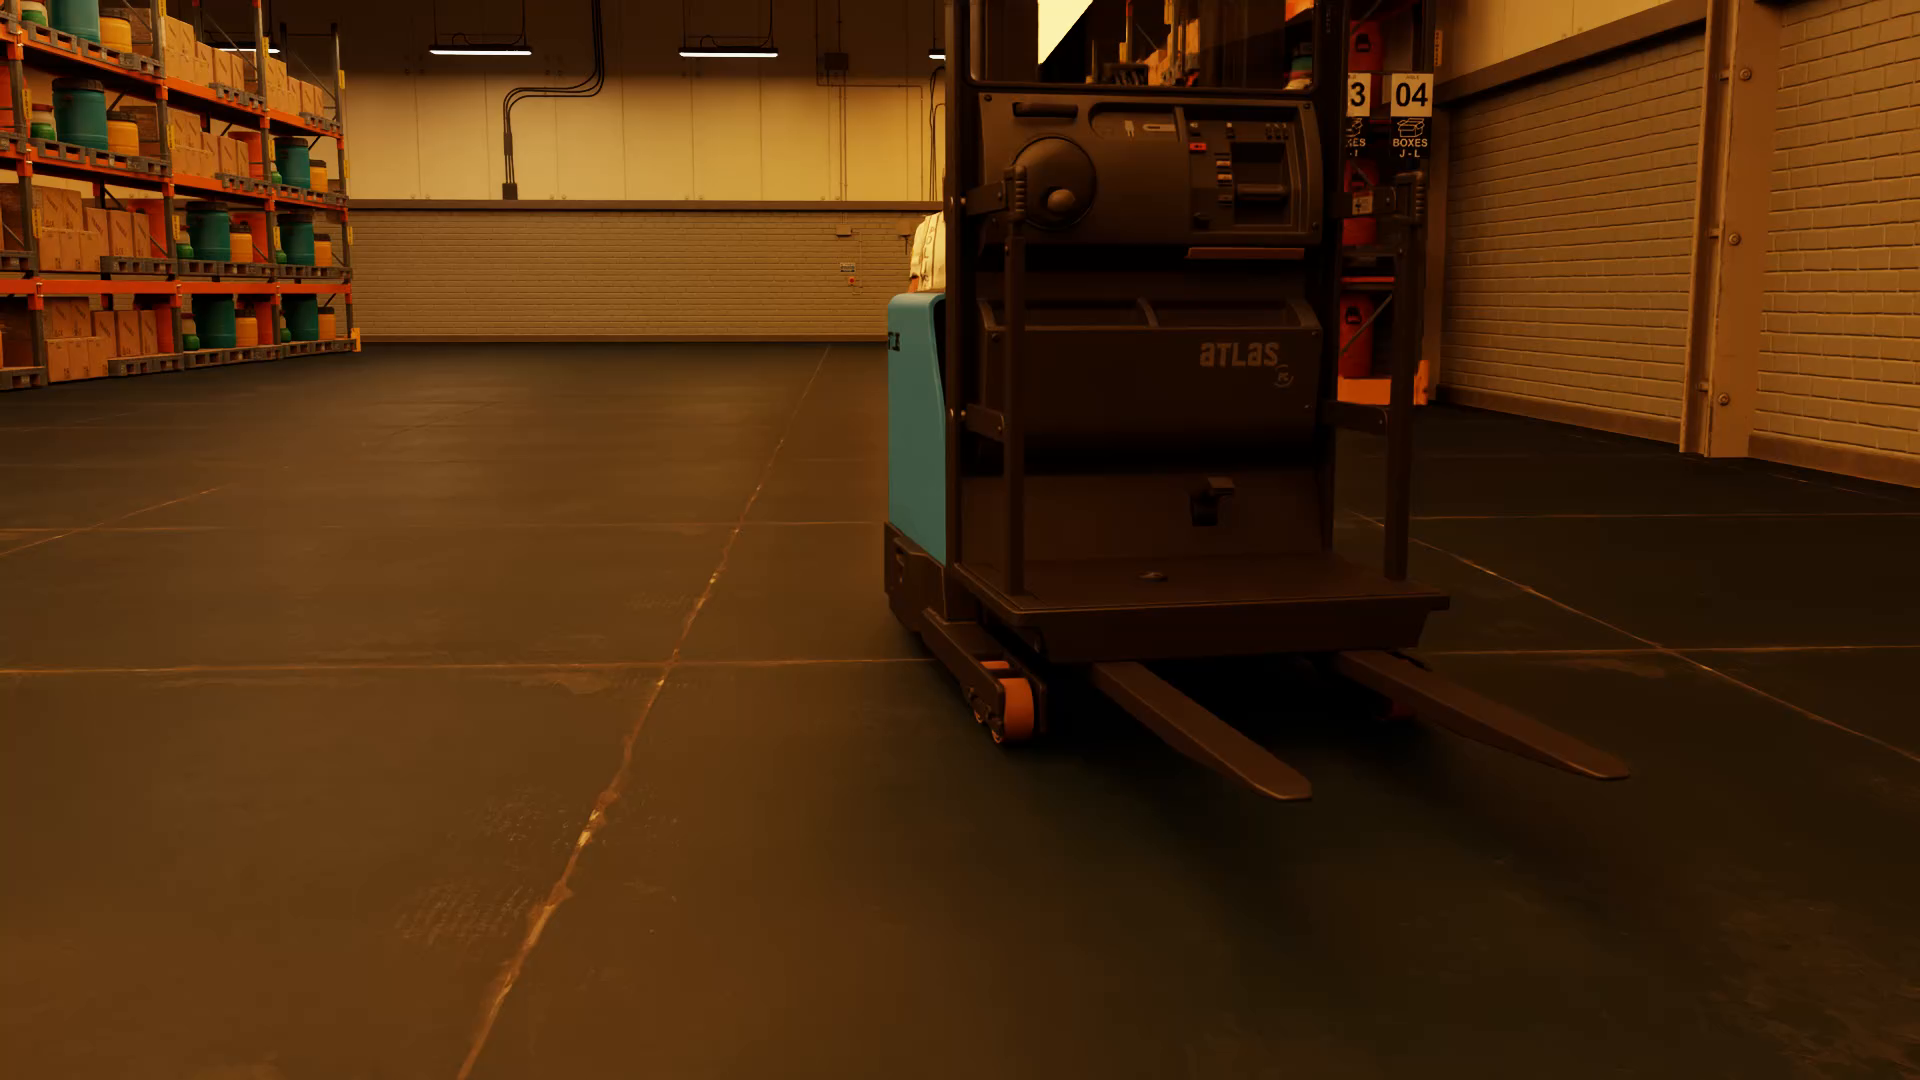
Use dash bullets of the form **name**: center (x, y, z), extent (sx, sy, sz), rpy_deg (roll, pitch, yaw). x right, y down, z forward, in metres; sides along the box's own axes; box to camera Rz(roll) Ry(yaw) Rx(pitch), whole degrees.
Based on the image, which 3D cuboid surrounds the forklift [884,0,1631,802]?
- **forklift**: center (0.555, -1.017, 4.177), extent (1.130, 2.935, 3.031), rpy_deg (-2, 9, -12)

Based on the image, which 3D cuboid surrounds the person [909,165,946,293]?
- **person**: center (-0.005, -0.819, 7.184), extent (0.483, 1.668, 0.394), rpy_deg (-1, 8, -4)
